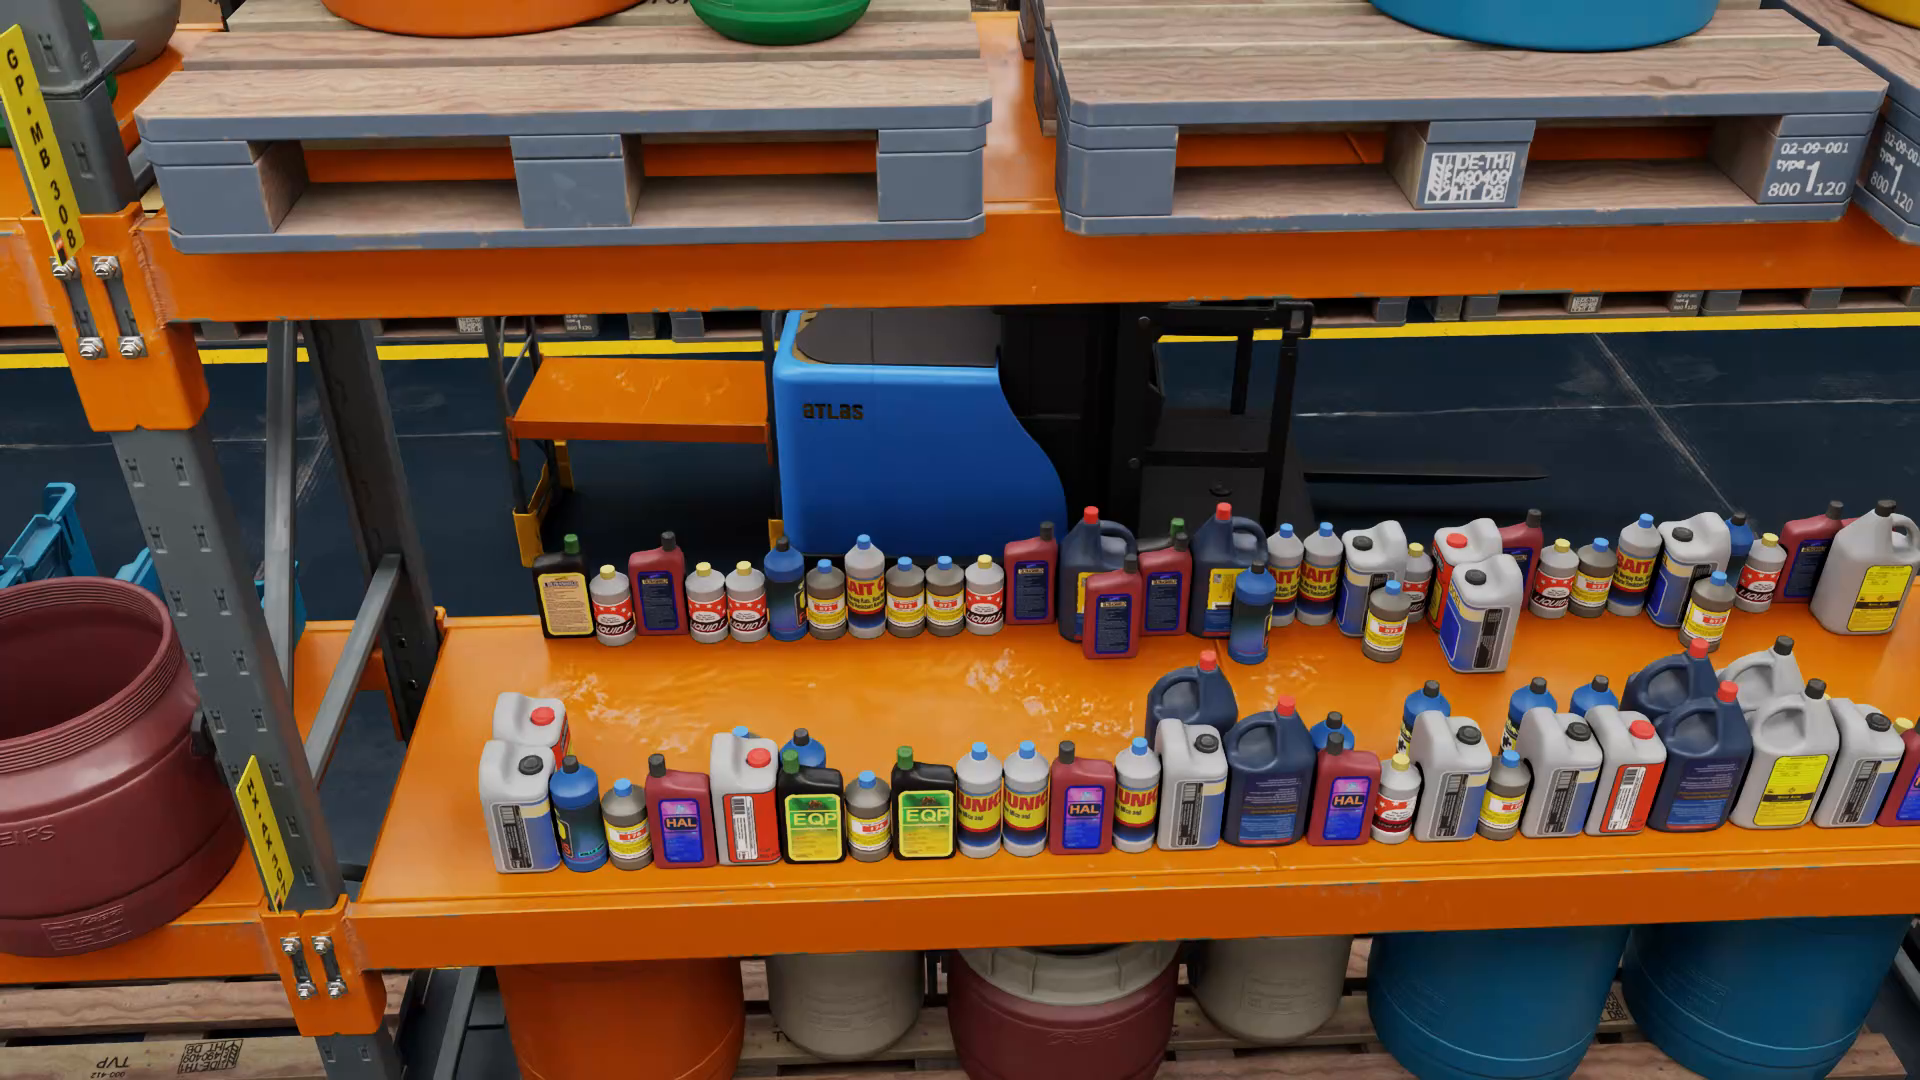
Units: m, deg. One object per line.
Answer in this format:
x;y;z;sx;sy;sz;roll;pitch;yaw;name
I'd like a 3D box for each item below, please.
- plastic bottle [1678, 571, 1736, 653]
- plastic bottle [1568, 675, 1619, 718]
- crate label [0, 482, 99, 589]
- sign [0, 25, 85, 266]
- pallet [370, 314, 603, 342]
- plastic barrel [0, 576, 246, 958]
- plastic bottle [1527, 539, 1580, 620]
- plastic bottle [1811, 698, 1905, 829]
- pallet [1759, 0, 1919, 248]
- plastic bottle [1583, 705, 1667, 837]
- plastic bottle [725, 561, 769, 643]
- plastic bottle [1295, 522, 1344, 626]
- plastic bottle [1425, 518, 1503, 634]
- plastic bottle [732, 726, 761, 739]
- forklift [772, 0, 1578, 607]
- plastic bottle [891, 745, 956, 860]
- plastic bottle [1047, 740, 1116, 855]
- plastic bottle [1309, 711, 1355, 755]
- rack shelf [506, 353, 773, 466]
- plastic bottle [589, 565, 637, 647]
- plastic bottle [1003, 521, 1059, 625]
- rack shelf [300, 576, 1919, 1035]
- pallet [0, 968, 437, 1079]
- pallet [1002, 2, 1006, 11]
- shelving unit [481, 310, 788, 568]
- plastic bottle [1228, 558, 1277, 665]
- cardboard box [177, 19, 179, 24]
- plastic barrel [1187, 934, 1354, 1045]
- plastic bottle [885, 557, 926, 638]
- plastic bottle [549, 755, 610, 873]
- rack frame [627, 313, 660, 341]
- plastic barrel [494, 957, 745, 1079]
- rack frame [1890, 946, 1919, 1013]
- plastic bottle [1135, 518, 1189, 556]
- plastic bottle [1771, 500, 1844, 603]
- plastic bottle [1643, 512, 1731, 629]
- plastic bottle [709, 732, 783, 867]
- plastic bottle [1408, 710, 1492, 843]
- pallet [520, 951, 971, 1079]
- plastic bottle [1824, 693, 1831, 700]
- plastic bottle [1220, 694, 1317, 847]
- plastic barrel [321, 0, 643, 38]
1.823;0.167;4.047;0.097;0.201;0.097;0;35;0;plastic bottle
1.373;0.410;3.635;0.097;0.271;0.097;0;35;0;plastic bottle
-2.356;0.175;3.830;0.616;0.435;0.502;-2;35;-2;crate label
-1.318;-0.561;2.381;0.005;0.325;0.100;-2;35;-2;sign
-2.406;-1.352;8.518;1.213;0.211;1.003;-2;35;-2;pallet
-1.800;0.446;3.350;0.708;0.536;0.600;-2;35;-2;plastic barrel
1.487;0.089;4.159;0.097;0.201;0.097;0;35;0;plastic bottle
1.901;0.464;3.552;0.135;0.276;0.152;-2;35;-2;plastic bottle
1.866;-0.870;2.901;1.003;0.211;1.213;-2;35;-2;pallet
1.398;0.478;3.532;0.135;0.276;0.152;-2;35;-2;plastic bottle
-0.523;0.144;4.081;0.097;0.201;0.097;0;35;0;plastic bottle
0.891;0.077;4.116;0.097;0.271;0.097;0;35;0;plastic bottle
1.239;0.081;4.106;0.135;0.276;0.152;-2;35;-2;plastic bottle
-0.466;0.488;3.584;0.097;0.201;0.097;0;35;0;plastic bottle
0.863;-1.159;5.849;3.031;2.935;1.130;1;35;2;forklift
-0.075;0.541;3.435;0.133;0.283;0.061;-2;35;-2;plastic bottle
0.253;0.532;3.448;0.133;0.283;0.061;-2;35;-2;plastic bottle
0.781;0.477;3.537;0.097;0.271;0.097;0;35;0;plastic bottle
-1.199;-0.516;6.494;1.000;0.185;0.538;1;35;2;rack shelf
-0.851;0.153;4.068;0.097;0.201;0.097;0;35;0;plastic bottle
0.175;0.081;4.100;0.133;0.283;0.061;-2;35;-2;plastic bottle
0.647;0.559;3.939;4.000;0.370;1.077;-2;35;-2;rack shelf
-2.127;1.462;4.451;1.213;0.211;1.003;-2;35;-2;pallet
0.361;-2.475;7.859;1.213;0.211;1.003;-2;35;-2;pallet
-1.190;-0.664;6.391;1.083;1.500;0.587;1;35;2;shelving unit
0.703;0.164;3.990;0.097;0.271;0.097;0;35;0;plastic bottle
-3.783;-2.471;7.597;0.500;0.500;0.500;-1;35;-2;cardboard box
0.825;1.048;4.417;0.421;0.512;0.421;0;35;0;plastic barrel
-0.134;0.133;4.096;0.097;0.201;0.097;0;35;0;plastic bottle
-0.786;0.554;3.426;0.097;0.271;0.097;0;35;0;plastic bottle
-1.582;-2.499;7.725;0.127;3.000;1.000;-2;35;-2;rack frame
-0.863;1.014;4.187;0.708;0.830;0.600;-2;35;-2;plastic barrel
2.645;0.209;3.812;0.127;3.000;1.000;-2;35;-2;rack frame
0.492;0.072;4.112;0.133;0.283;0.061;-2;35;-2;plastic bottle
2.125;0.028;4.176;0.133;0.283;0.061;-2;35;-2;plastic bottle
1.799;0.066;4.128;0.135;0.276;0.152;-2;35;-2;plastic bottle
-0.441;0.528;3.461;0.135;0.276;0.152;-2;35;-2;plastic bottle
1.031;0.488;3.518;0.135;0.276;0.152;-2;35;-2;plastic bottle
-0.565;1.419;4.515;1.213;0.211;1.003;-2;35;-2;pallet
1.877;0.425;3.675;0.097;0.201;0.097;0;35;0;plastic bottle
0.642;0.470;3.478;0.185;0.351;0.144;-2;35;-2;plastic bottle
-0.784;-1.279;2.580;0.708;0.830;0.600;-2;35;-2;plastic barrel
